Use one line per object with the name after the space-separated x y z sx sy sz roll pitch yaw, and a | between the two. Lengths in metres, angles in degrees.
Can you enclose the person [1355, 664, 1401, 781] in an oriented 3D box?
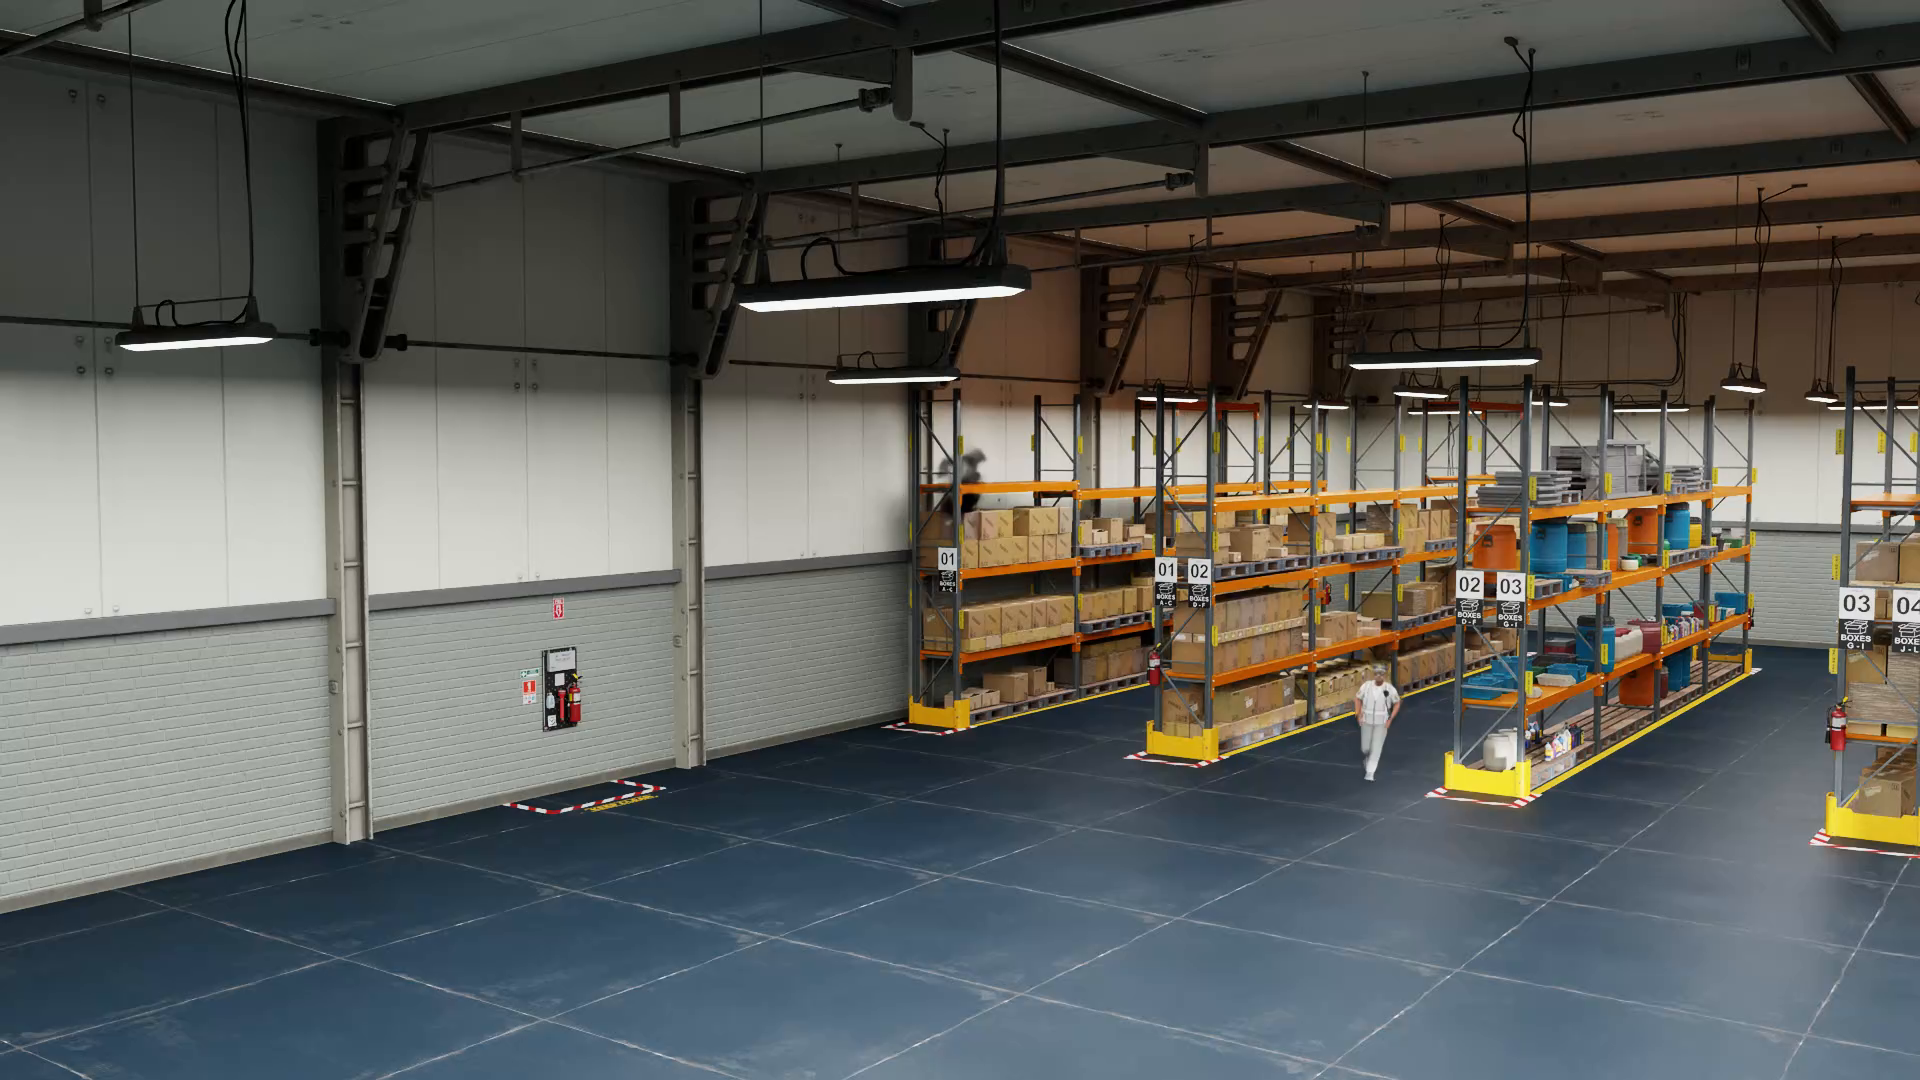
6.260 2.714 24.984 0.676 1.724 0.631 1 3 21 | person
